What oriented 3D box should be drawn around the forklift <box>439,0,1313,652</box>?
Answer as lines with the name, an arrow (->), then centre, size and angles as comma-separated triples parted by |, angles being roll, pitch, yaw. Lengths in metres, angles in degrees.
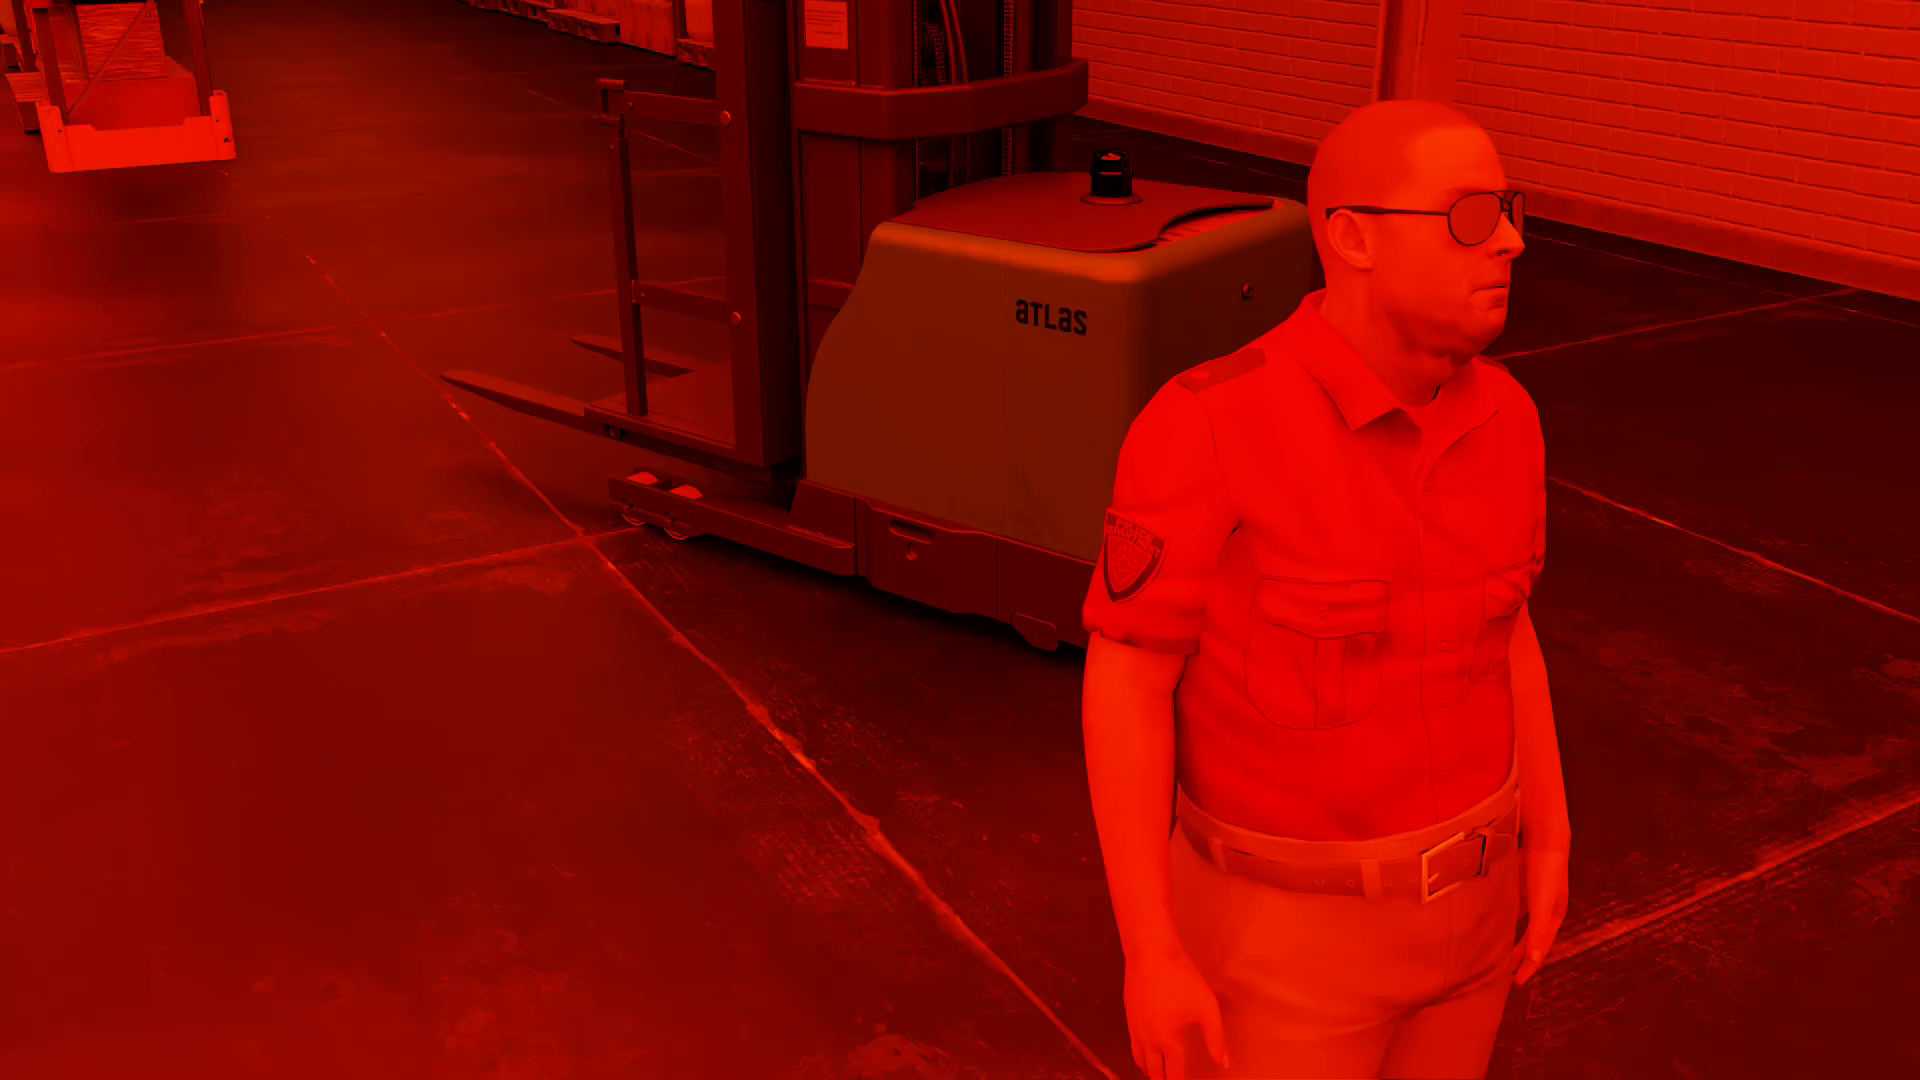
forklift -> -0.481, -1.497, 4.922 | 3.031, 2.935, 1.130 | 16, 27, 34

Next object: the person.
person -> 0.462, 0.439, 1.767 | 0.641, 1.727, 0.551 | -12, 25, -28
